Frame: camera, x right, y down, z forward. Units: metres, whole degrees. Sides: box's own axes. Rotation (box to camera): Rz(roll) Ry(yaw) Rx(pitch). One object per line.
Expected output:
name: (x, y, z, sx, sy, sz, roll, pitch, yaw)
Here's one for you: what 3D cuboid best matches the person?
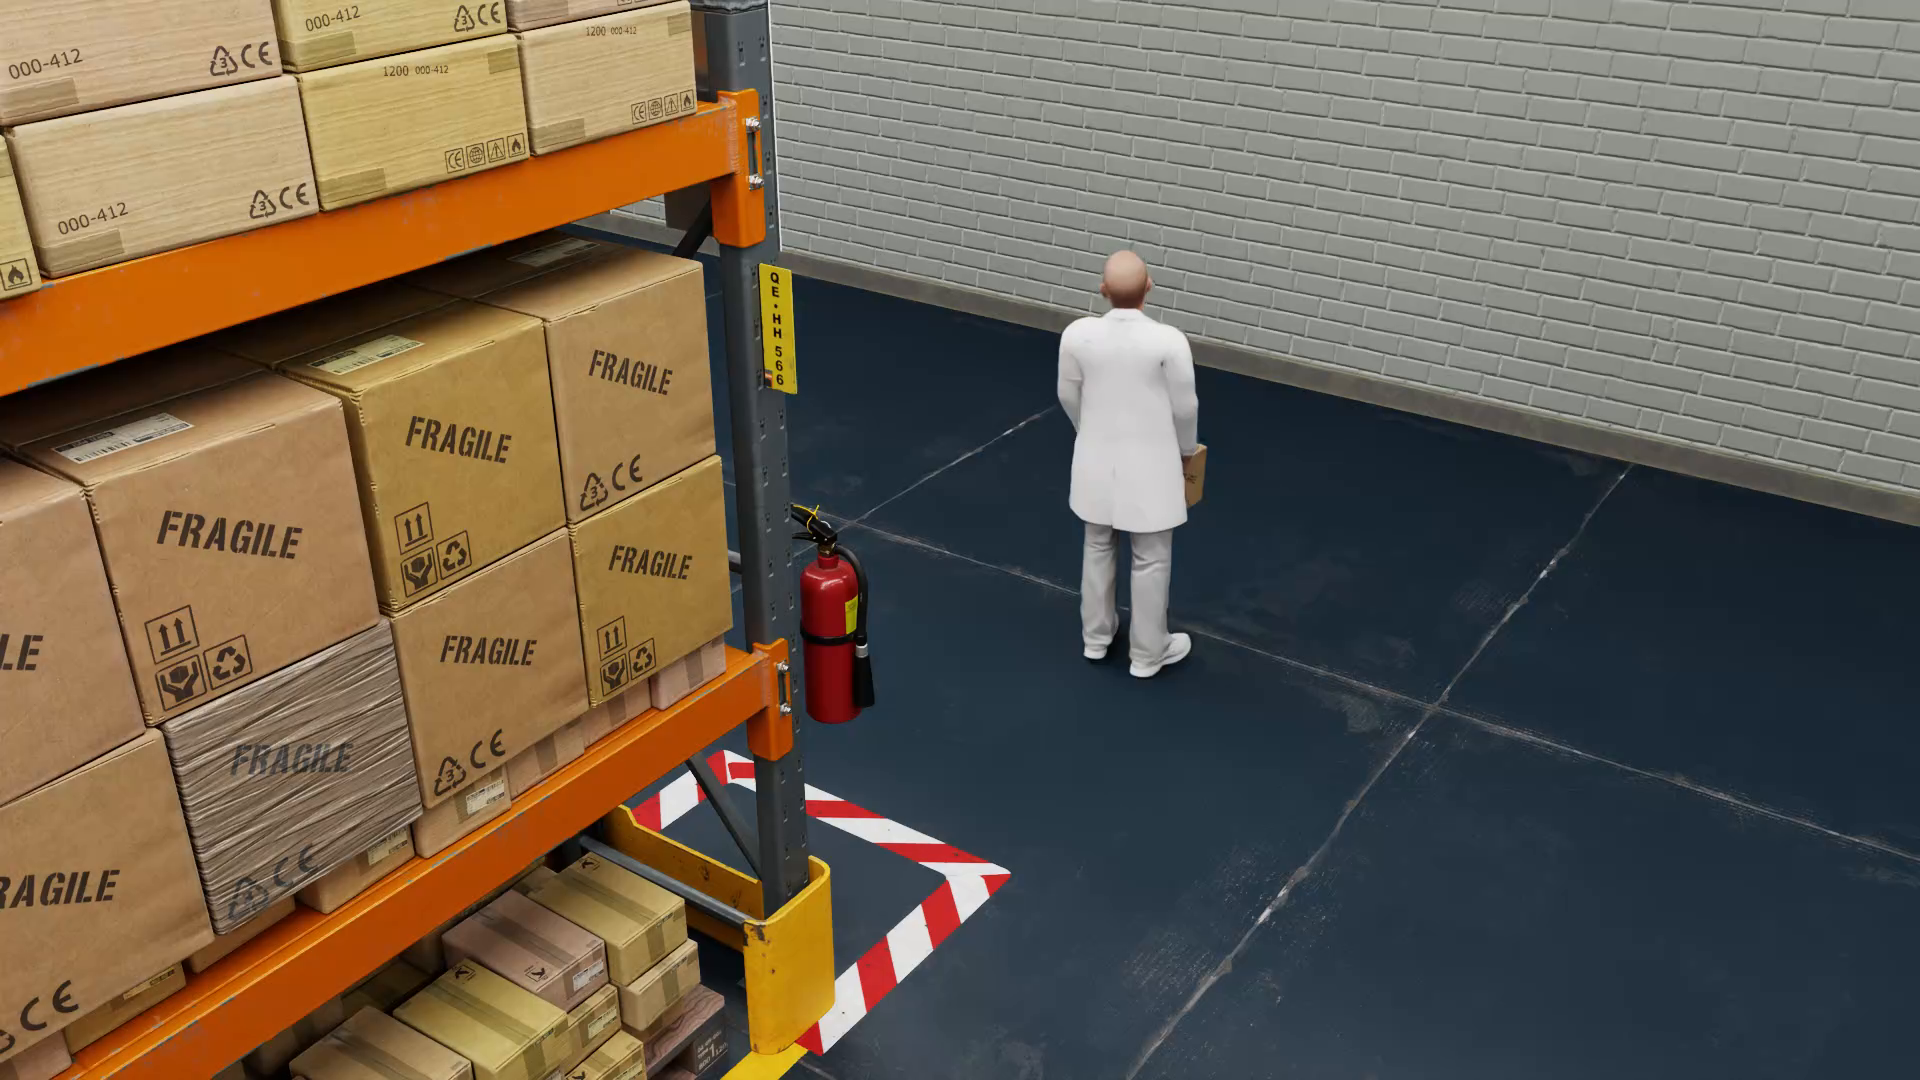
person: (0.683, -0.288, 6.807, 0.580, 1.681, 0.525, 9, 28, 18)
